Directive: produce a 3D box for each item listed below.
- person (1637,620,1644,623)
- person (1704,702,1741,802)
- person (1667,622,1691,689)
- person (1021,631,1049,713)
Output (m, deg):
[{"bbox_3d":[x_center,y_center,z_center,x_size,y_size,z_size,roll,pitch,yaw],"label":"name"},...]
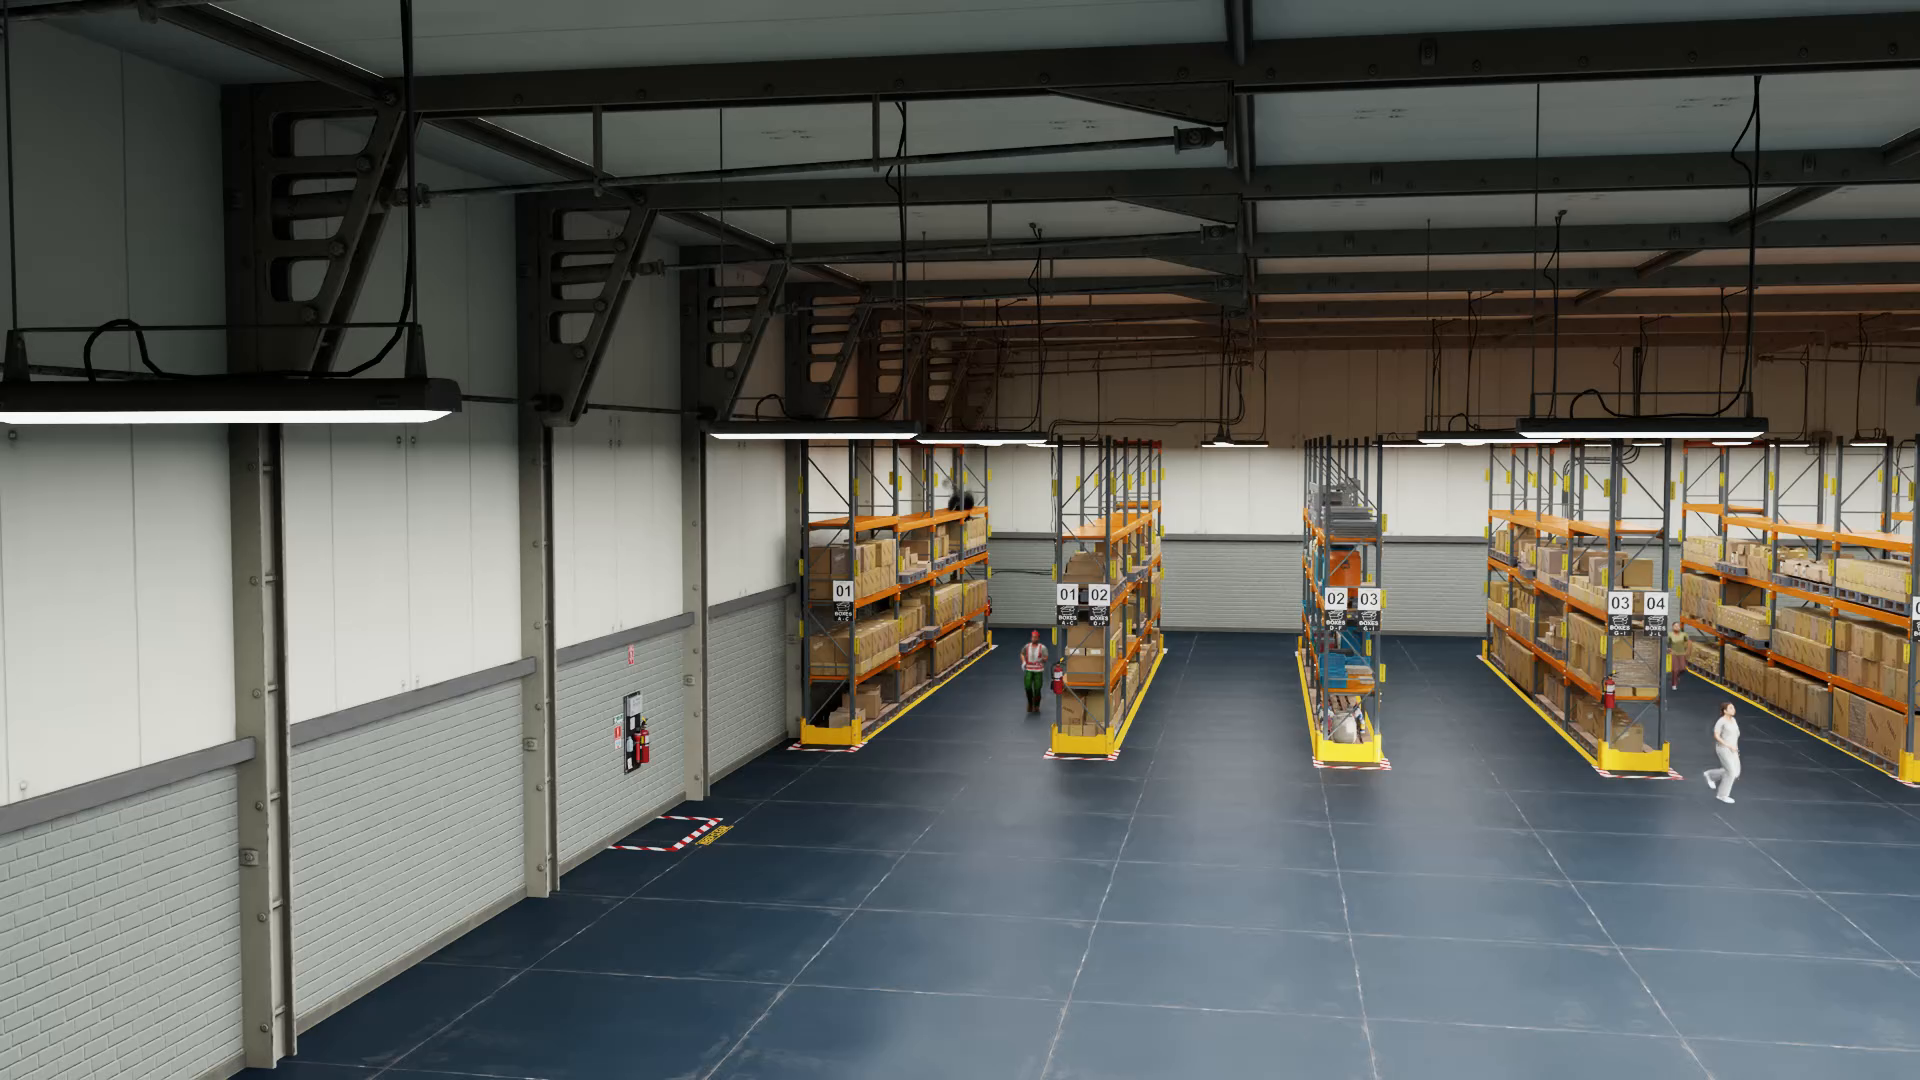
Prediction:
[{"bbox_3d":[17.806,2.472,43.301,0.697,1.807,1.010,0,3,9],"label":"person"},{"bbox_3d":[12.484,3.447,27.198,0.587,1.640,0.636,-2,4,-35],"label":"person"},{"bbox_3d":[17.175,2.766,39.804,0.610,1.631,0.607,1,3,14],"label":"person"},{"bbox_3d":[1.603,2.879,36.175,0.637,1.797,0.659,1,3,9],"label":"person"}]
